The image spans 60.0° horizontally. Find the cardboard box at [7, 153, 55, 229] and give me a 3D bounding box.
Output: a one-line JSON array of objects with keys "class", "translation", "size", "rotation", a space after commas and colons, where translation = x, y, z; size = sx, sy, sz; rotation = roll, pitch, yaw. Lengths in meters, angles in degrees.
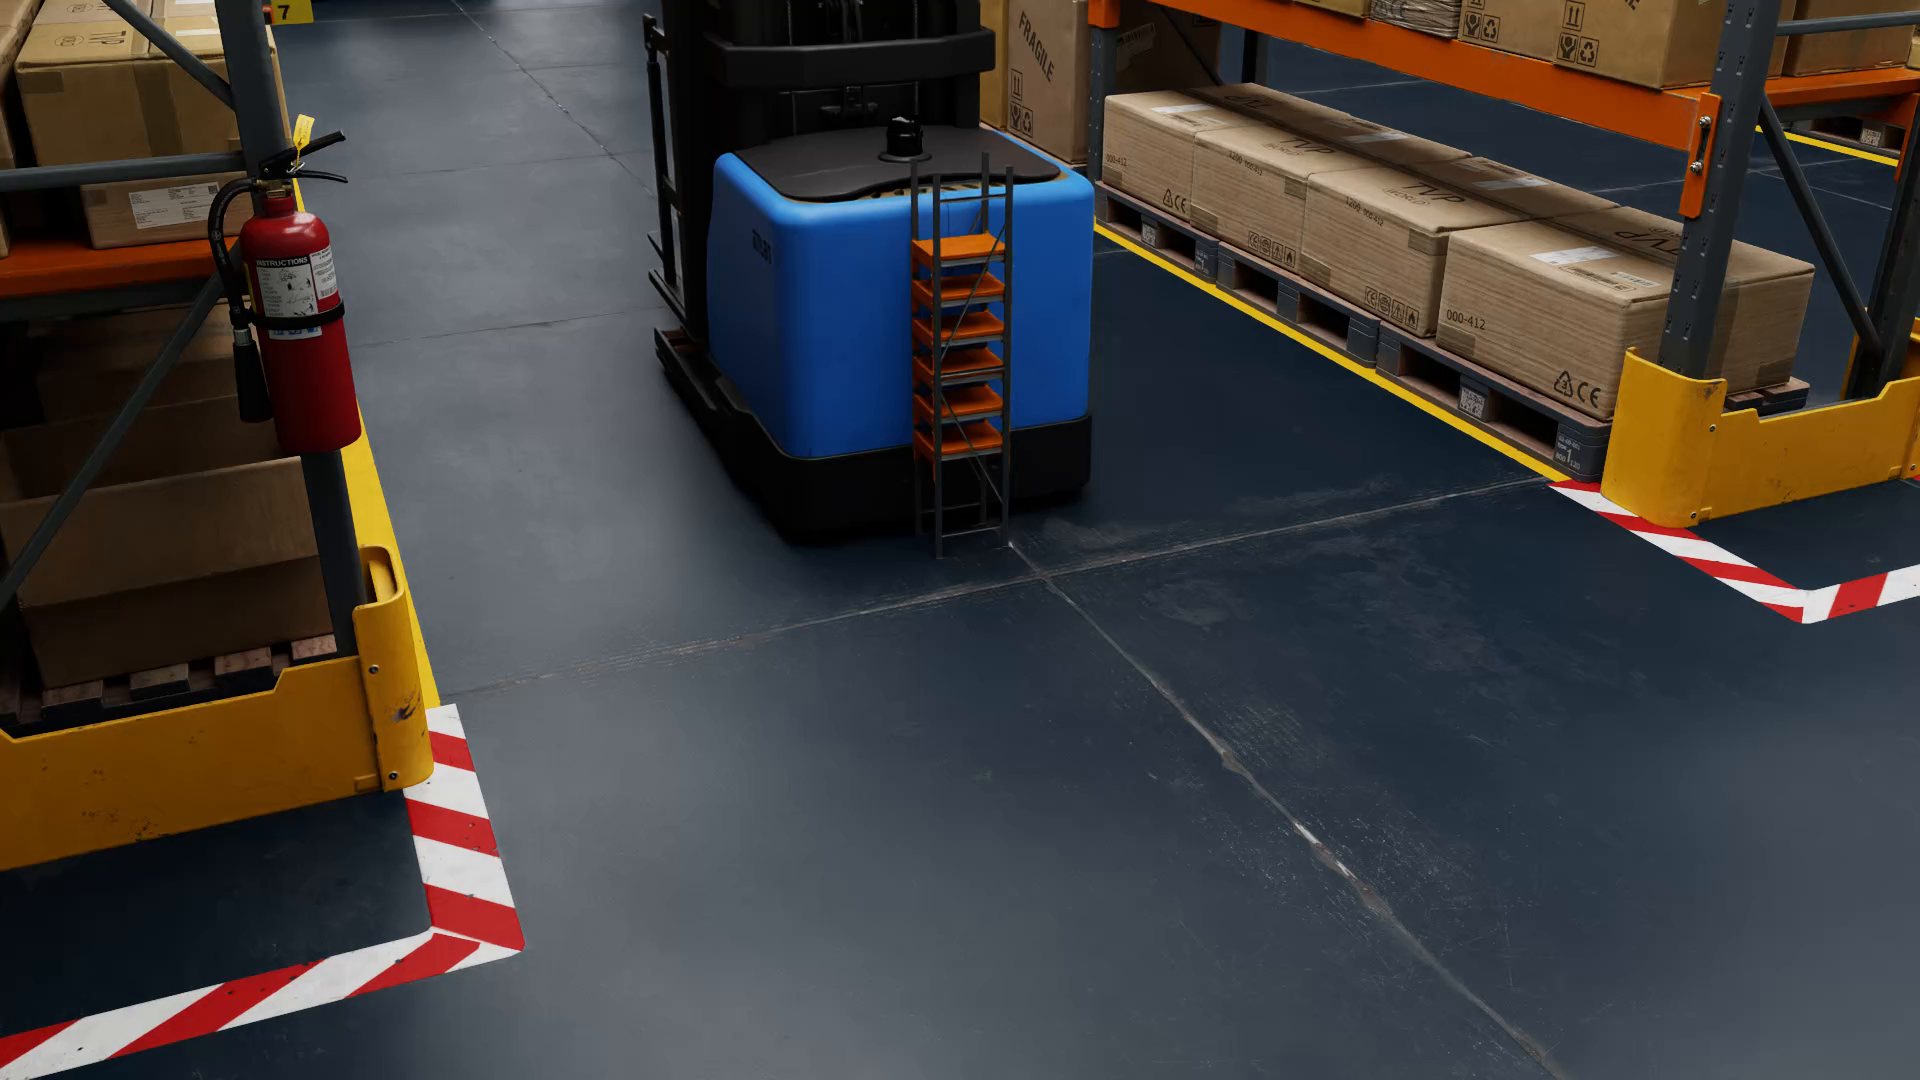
[{"class": "cardboard box", "translation": [-2.268, -0.787, 3.730], "size": [0.380, 0.149, 0.250], "rotation": [-10, 28, -19]}]

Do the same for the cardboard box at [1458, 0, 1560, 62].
[{"class": "cardboard box", "translation": [2.102, -1.953, 5.718], "size": [0.500, 0.500, 0.500], "rotation": [-11, 28, -22]}]

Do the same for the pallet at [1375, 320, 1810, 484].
[{"class": "pallet", "translation": [2.332, -0.610, 6.259], "size": [1.003, 0.211, 1.213], "rotation": [-11, 28, -21]}]

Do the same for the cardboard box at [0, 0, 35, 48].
[{"class": "cardboard box", "translation": [-2.473, -1.114, 3.945], "size": [0.500, 0.250, 0.500], "rotation": [-10, 28, -20]}]

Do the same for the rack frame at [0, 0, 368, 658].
[{"class": "rack frame", "translation": [-1.848, -0.700, 3.264], "size": [1.000, 3.000, 0.127], "rotation": [-11, 28, -21]}]

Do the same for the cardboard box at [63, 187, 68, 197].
[{"class": "cardboard box", "translation": [-2.002, -0.961, 4.086], "size": [0.380, 0.149, 0.250], "rotation": [-11, 28, -21]}]

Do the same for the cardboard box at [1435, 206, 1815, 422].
[{"class": "cardboard box", "translation": [2.367, -0.841, 5.994], "size": [0.875, 0.438, 0.875], "rotation": [-12, 28, -22]}]

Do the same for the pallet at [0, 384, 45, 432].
[{"class": "pallet", "translation": [-2.665, -0.290, 5.605], "size": [1.003, 0.211, 1.213], "rotation": [-11, 28, -21]}]

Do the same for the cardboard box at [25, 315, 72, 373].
[{"class": "cardboard box", "translation": [-3.204, -0.740, 6.117], "size": [0.380, 0.149, 0.250], "rotation": [-11, 28, -21]}]

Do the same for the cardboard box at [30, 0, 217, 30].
[{"class": "cardboard box", "translation": [-1.976, -1.199, 4.118], "size": [0.500, 0.250, 0.500], "rotation": [-10, 28, -20]}]

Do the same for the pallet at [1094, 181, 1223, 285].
[{"class": "pallet", "translation": [1.377, -1.595, 8.277], "size": [1.003, 0.211, 1.213], "rotation": [-11, 28, -21]}]

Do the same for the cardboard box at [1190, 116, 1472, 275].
[{"class": "cardboard box", "translation": [1.649, -1.573, 7.494], "size": [0.875, 0.438, 0.875], "rotation": [-11, 28, -22]}]

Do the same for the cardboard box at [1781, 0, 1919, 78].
[{"class": "cardboard box", "translation": [2.794, -1.842, 5.490], "size": [0.500, 0.500, 0.500], "rotation": [-11, 28, -21]}]

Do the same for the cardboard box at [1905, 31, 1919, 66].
[{"class": "cardboard box", "translation": [5.664, -2.939, 9.943], "size": [0.380, 0.149, 0.250], "rotation": [-9, 27, -18]}]

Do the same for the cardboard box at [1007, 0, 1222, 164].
[{"class": "cardboard box", "translation": [0.835, -2.639, 9.180], "size": [0.875, 0.875, 0.875], "rotation": [-10, 28, -19]}]

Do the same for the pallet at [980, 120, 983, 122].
[{"class": "pallet", "translation": [0.298, -2.707, 10.555], "size": [1.003, 0.211, 1.213], "rotation": [-11, 28, -21]}]

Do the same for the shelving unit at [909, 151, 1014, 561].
[{"class": "shelving unit", "translation": [0.004, -0.531, 4.970], "size": [0.258, 1.200, 0.189], "rotation": [-10, 28, -19]}]

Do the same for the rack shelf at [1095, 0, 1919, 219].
[{"class": "rack shelf", "translation": [1.934, -2.038, 6.825], "size": [1.077, 0.370, 4.000], "rotation": [-11, 28, -21]}]

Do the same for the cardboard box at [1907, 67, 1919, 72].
[{"class": "cardboard box", "translation": [5.824, -2.721, 9.836], "size": [0.380, 0.149, 0.250], "rotation": [-11, 28, -21]}]

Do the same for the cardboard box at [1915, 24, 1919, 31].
[{"class": "cardboard box", "translation": [6.045, -3.136, 10.347], "size": [0.380, 0.149, 0.250], "rotation": [-10, 28, -19]}]

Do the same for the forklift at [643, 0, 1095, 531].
[{"class": "forklift", "translation": [-0.572, -1.970, 5.944], "size": [1.130, 2.935, 3.031], "rotation": [-10, 28, -19]}]

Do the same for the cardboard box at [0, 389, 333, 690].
[{"class": "cardboard box", "translation": [-2.001, -0.030, 4.259], "size": [0.797, 0.503, 0.637], "rotation": [-12, 28, -23]}]

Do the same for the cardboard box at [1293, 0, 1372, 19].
[{"class": "cardboard box", "translation": [1.678, -2.365, 6.562], "size": [0.500, 0.500, 0.500], "rotation": [-10, 28, -19]}]

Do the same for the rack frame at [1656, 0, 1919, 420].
[{"class": "rack frame", "translation": [2.717, -1.554, 5.014], "size": [1.000, 3.000, 0.127], "rotation": [-11, 28, -21]}]

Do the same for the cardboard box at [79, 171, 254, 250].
[{"class": "cardboard box", "translation": [-1.725, -0.766, 3.687], "size": [0.380, 0.149, 0.250], "rotation": [-11, 28, -21]}]

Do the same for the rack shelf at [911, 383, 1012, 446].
[{"class": "rack shelf", "translation": [0.004, -0.383, 5.042], "size": [0.258, 0.103, 0.180], "rotation": [-10, 28, -19]}]

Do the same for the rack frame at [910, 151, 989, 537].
[{"class": "rack frame", "translation": [-0.029, -0.569, 5.047], "size": [0.240, 1.200, 0.006], "rotation": [-10, 28, -19]}]

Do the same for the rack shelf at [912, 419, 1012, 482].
[{"class": "rack shelf", "translation": [0.004, -0.275, 5.095], "size": [0.258, 0.103, 0.180], "rotation": [-10, 28, -19]}]

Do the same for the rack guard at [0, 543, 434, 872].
[{"class": "rack guard", "translation": [-1.878, 0.393, 3.875], "size": [1.175, 0.500, 0.348], "rotation": [-11, 28, -21]}]

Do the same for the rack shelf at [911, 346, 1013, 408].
[{"class": "rack shelf", "translation": [0.004, -0.491, 4.990], "size": [0.258, 0.103, 0.180], "rotation": [-10, 28, -19]}]

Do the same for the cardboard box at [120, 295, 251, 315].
[{"class": "cardboard box", "translation": [-2.415, -0.611, 5.452], "size": [0.500, 0.500, 0.500], "rotation": [-10, 28, -20]}]

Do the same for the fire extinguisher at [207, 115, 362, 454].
[{"class": "fire extinguisher", "translation": [-1.365, -0.517, 3.404], "size": [0.296, 0.674, 0.183], "rotation": [-11, 28, -21]}]

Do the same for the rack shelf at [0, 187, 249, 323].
[{"class": "rack shelf", "translation": [-2.632, -1.184, 5.075], "size": [1.077, 0.370, 4.000], "rotation": [-11, 28, -21]}]
